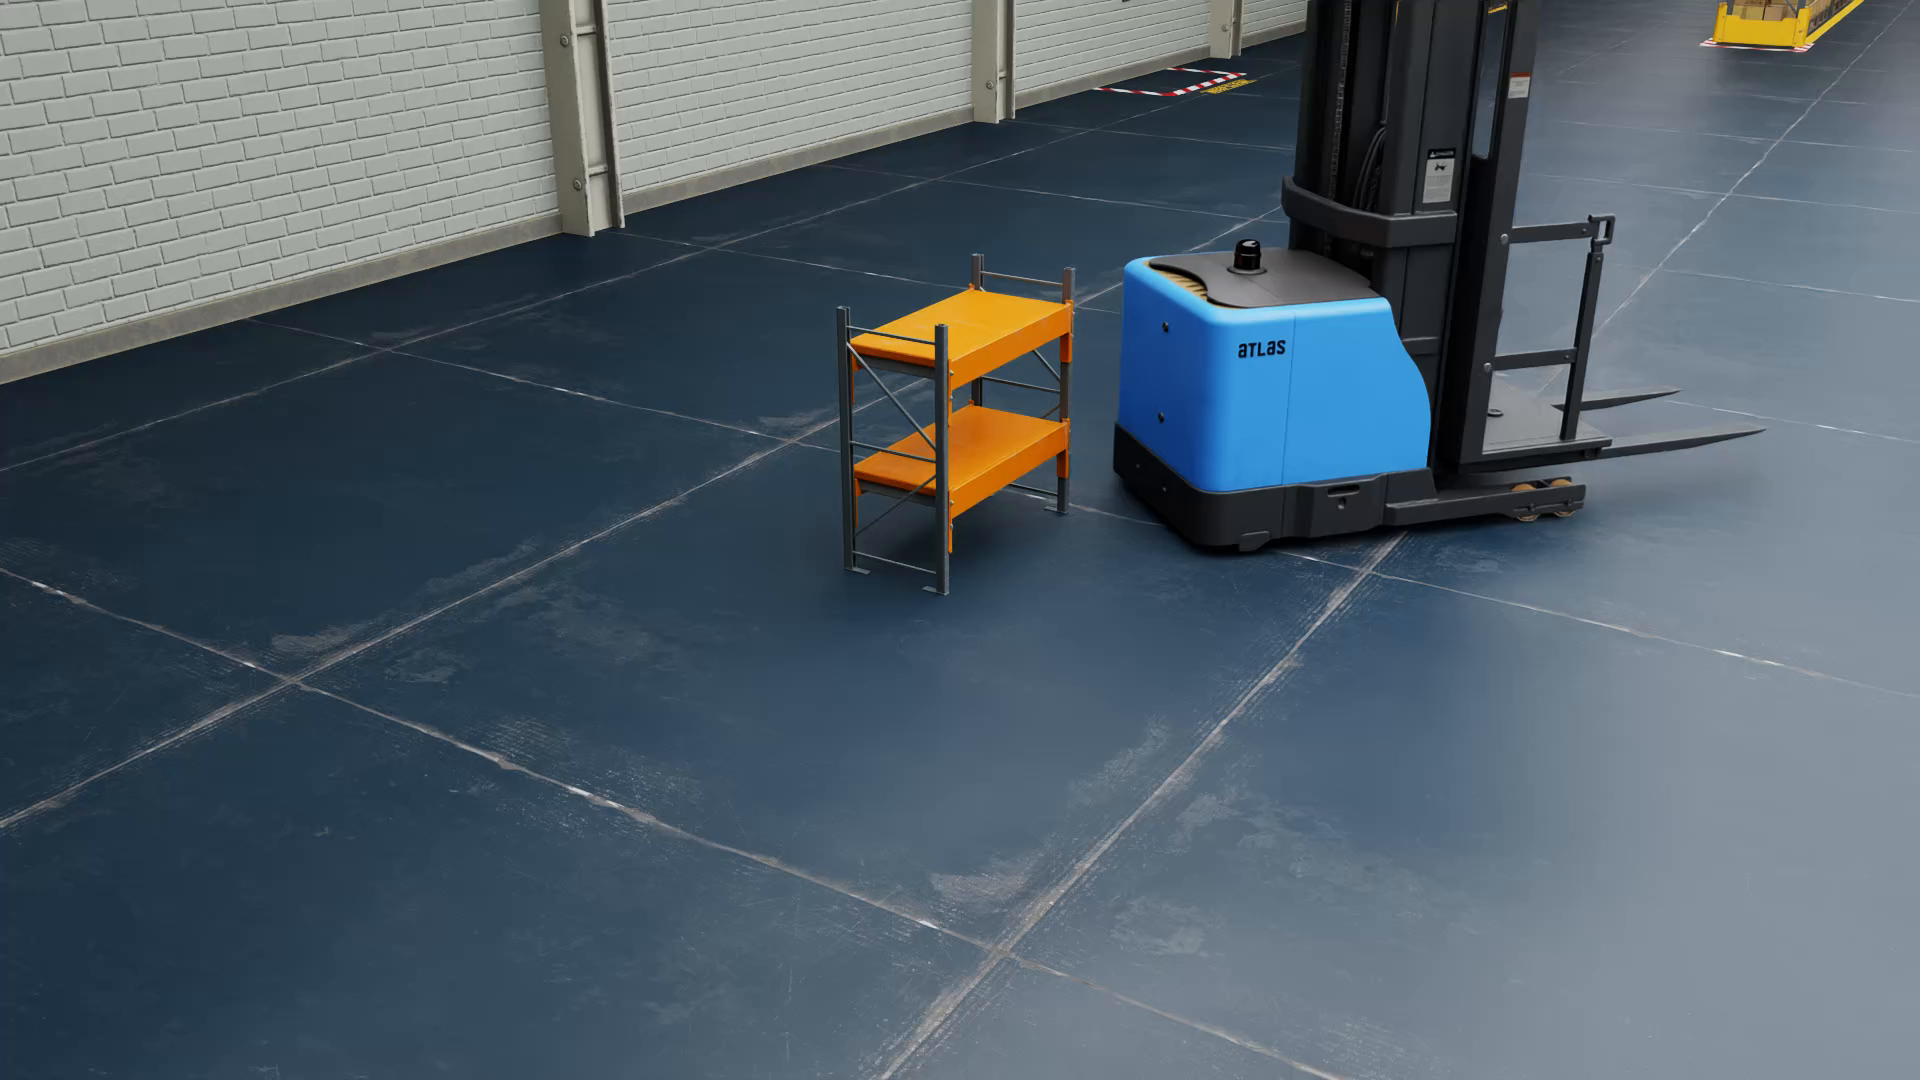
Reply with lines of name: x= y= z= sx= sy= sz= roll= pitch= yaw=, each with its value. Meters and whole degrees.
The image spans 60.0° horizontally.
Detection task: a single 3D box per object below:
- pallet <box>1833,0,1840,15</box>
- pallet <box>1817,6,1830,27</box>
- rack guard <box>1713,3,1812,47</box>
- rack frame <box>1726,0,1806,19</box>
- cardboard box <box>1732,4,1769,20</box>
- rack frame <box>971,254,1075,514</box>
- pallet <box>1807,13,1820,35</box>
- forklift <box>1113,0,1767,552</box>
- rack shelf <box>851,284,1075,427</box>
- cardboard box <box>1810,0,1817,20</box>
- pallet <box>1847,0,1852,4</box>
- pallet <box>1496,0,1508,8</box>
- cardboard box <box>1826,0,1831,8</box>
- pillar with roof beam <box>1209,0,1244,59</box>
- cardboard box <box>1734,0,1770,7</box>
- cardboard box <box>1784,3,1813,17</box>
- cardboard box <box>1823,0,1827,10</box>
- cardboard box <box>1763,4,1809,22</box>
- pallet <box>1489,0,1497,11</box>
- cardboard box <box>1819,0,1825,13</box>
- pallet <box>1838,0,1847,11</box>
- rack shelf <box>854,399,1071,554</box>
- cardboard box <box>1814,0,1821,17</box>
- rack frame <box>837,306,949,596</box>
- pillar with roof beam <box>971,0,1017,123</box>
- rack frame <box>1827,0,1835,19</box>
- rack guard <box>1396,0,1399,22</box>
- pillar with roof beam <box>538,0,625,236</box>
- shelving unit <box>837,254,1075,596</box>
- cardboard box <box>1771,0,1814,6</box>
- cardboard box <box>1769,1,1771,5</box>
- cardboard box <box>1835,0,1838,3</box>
pallet: x=13.719 y=-8.711 z=27.106 sx=1.003 sy=0.211 sz=1.213 roll=14 pitch=27 yaw=29
pallet: x=12.909 y=-8.194 z=25.913 sx=1.003 sy=0.211 sz=1.213 roll=14 pitch=27 yaw=29
rack guard: x=11.241 y=-7.228 z=23.318 sx=1.175 sy=0.500 sz=0.348 roll=14 pitch=27 yaw=29
rack frame: x=11.254 y=-8.384 z=22.840 sx=1.000 sy=3.000 sz=0.127 roll=14 pitch=27 yaw=29
cardboard box: x=11.286 y=-7.557 z=23.864 sx=0.500 sy=0.250 sz=0.500 roll=14 pitch=27 yaw=29
rack frame: x=0.272 y=-0.690 z=7.428 sx=0.500 sy=1.125 sz=0.032 roll=14 pitch=27 yaw=29
pallet: x=12.266 y=-7.781 z=24.958 sx=1.003 sy=0.211 sz=1.213 roll=14 pitch=27 yaw=29
forklift: x=2.296 y=-1.618 z=7.299 sx=3.031 sy=2.935 sz=1.130 roll=-7 pitch=24 yaw=-16
rack shelf: x=0.004 y=-0.787 z=6.916 sx=0.538 sy=0.278 sz=1.000 roll=14 pitch=27 yaw=29
cardboard box: x=12.251 y=-7.787 z=24.395 sx=0.500 sy=0.250 sz=0.500 roll=14 pitch=27 yaw=29
pallet: x=15.007 y=-9.534 z=29.009 sx=1.003 sy=0.211 sz=1.213 roll=14 pitch=27 yaw=29
pallet: x=8.829 y=-9.257 z=28.367 sx=1.003 sy=0.211 sz=1.213 roll=14 pitch=27 yaw=29
cardboard box: x=13.305 y=-8.462 z=25.954 sx=0.500 sy=0.250 sz=0.500 roll=14 pitch=27 yaw=29
pillar with roof beam: x=7.170 y=-9.664 z=18.246 sx=9.100 sy=9.000 sz=0.400 roll=14 pitch=27 yaw=29
cardboard box: x=11.284 y=-7.902 z=23.716 sx=0.500 sy=0.500 sz=0.500 roll=14 pitch=27 yaw=29
cardboard box: x=11.986 y=-7.618 z=24.005 sx=0.500 sy=0.250 sz=0.500 roll=14 pitch=27 yaw=29
cardboard box: x=13.033 y=-8.296 z=25.569 sx=0.500 sy=0.250 sz=0.500 roll=14 pitch=27 yaw=29
cardboard box: x=11.726 y=-7.449 z=23.614 sx=0.500 sy=0.250 sz=0.500 roll=14 pitch=27 yaw=29
pallet: x=8.187 y=-8.843 z=27.412 sx=1.003 sy=0.211 sz=1.213 roll=14 pitch=27 yaw=29
cardboard box: x=12.782 y=-8.124 z=25.172 sx=0.500 sy=0.250 sz=0.500 roll=14 pitch=27 yaw=29
pallet: x=14.362 y=-9.124 z=28.061 sx=1.003 sy=0.211 sz=1.213 roll=14 pitch=27 yaw=29
rack shelf: x=0.004 y=-0.294 z=7.129 sx=0.538 sy=0.278 sz=1.000 roll=14 pitch=27 yaw=29
cardboard box: x=12.518 y=-7.955 z=24.782 sx=0.500 sy=0.250 sz=0.500 roll=14 pitch=27 yaw=29
rack frame: x=-0.265 y=-0.347 z=6.635 sx=0.500 sy=1.125 sz=0.032 roll=14 pitch=27 yaw=29
pillar with roof beam: x=4.005 y=-7.639 z=13.568 sx=9.100 sy=9.000 sz=0.400 roll=14 pitch=27 yaw=29
rack frame: x=13.364 y=-9.734 z=25.959 sx=1.000 sy=3.000 sz=0.127 roll=14 pitch=27 yaw=29
rack guard: x=7.084 y=-8.299 z=25.791 sx=1.175 sy=0.500 sz=0.348 roll=14 pitch=27 yaw=29
pillar with roof beam: x=0.840 y=-5.614 z=8.891 sx=9.100 sy=9.000 sz=0.400 roll=14 pitch=27 yaw=29
shelving unit: x=0.004 y=-0.518 z=7.032 sx=0.538 sy=1.125 sz=1.048 roll=14 pitch=27 yaw=29
cardboard box: x=11.988 y=-7.962 z=23.855 sx=0.500 sy=0.500 sz=0.500 roll=14 pitch=27 yaw=29
cardboard box: x=11.539 y=-7.729 z=24.260 sx=0.500 sy=0.250 sz=0.500 roll=14 pitch=27 yaw=29
cardboard box: x=13.787 y=-8.749 z=26.616 sx=0.500 sy=0.250 sz=0.500 roll=13 pitch=27 yaw=28
